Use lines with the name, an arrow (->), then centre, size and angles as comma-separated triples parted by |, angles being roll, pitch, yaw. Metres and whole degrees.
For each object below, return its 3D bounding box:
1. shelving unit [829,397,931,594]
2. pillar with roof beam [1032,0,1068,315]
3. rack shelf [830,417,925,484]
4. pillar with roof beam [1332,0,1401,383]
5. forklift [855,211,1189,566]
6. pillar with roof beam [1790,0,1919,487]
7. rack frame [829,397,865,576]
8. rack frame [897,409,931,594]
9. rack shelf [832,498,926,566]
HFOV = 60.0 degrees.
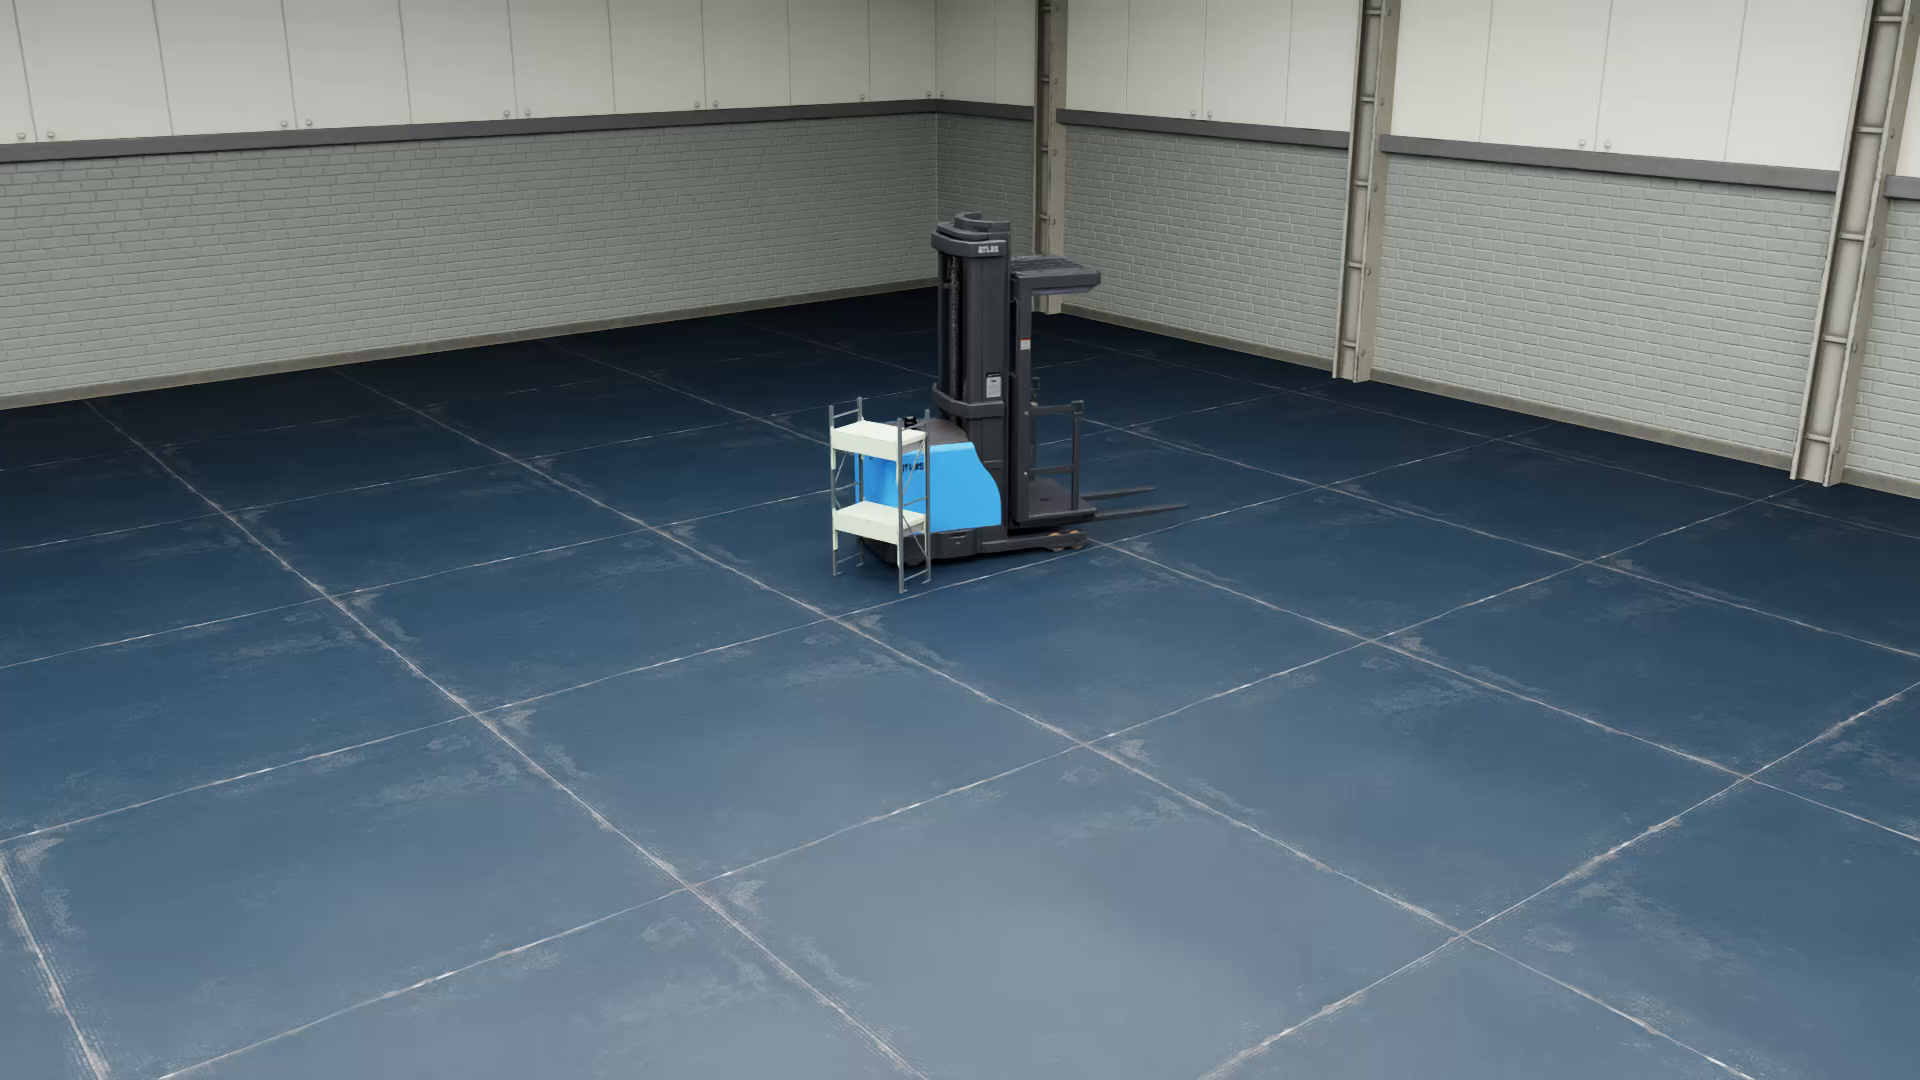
shelving unit -> -0.672, -0.384, 14.025 | 0.755, 1.500, 0.431 | 13, 23, 35
pillar with roof beam -> -2.017, -7.007, 22.096 | 9.100, 9.000, 0.400 | -14, 23, -36
rack shelf -> -0.672, -0.755, 13.902 | 0.720, 0.370, 0.431 | 13, 23, 35
pillar with roof beam -> 1.708, -5.529, 17.631 | 9.100, 9.000, 0.400 | -14, 23, -36
forklift -> 0.608, -1.435, 14.920 | 3.031, 2.935, 1.130 | -7, 19, -19
pillar with roof beam -> 5.434, -4.050, 13.166 | 9.100, 9.000, 0.400 | -14, 23, -36
rack frame -> -0.964, -0.454, 14.234 | 0.023, 1.500, 0.400 | 13, 23, 35
rack frame -> -0.379, -0.315, 13.816 | 0.023, 1.500, 0.400 | 13, 23, 35
rack shelf -> -0.672, -0.075, 14.128 | 0.720, 0.370, 0.431 | 13, 23, 35
